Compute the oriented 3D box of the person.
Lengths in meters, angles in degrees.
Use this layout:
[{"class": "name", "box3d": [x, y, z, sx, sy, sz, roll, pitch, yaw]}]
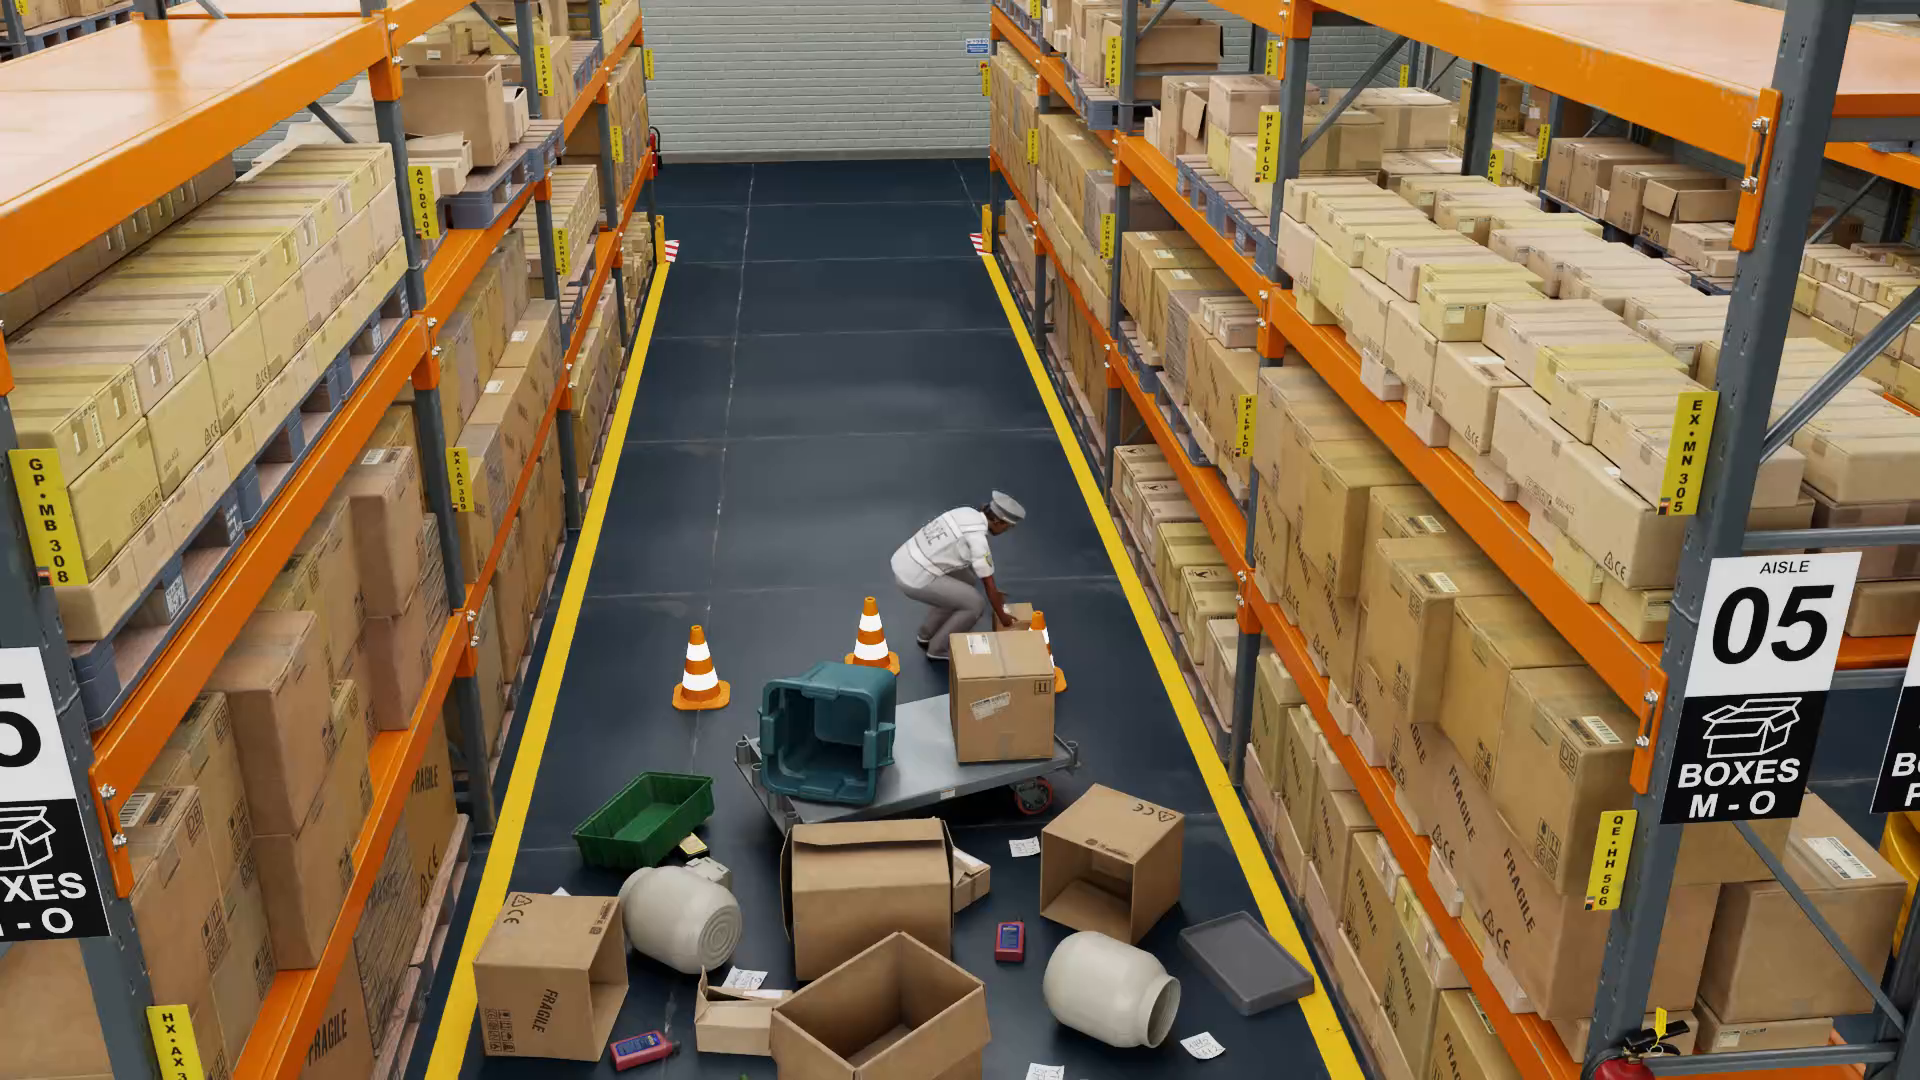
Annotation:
[{"class": "person", "box3d": [-0.008, 0.213, 10.405, 0.846, 1.034, 0.482, -2, 24, -5]}]
